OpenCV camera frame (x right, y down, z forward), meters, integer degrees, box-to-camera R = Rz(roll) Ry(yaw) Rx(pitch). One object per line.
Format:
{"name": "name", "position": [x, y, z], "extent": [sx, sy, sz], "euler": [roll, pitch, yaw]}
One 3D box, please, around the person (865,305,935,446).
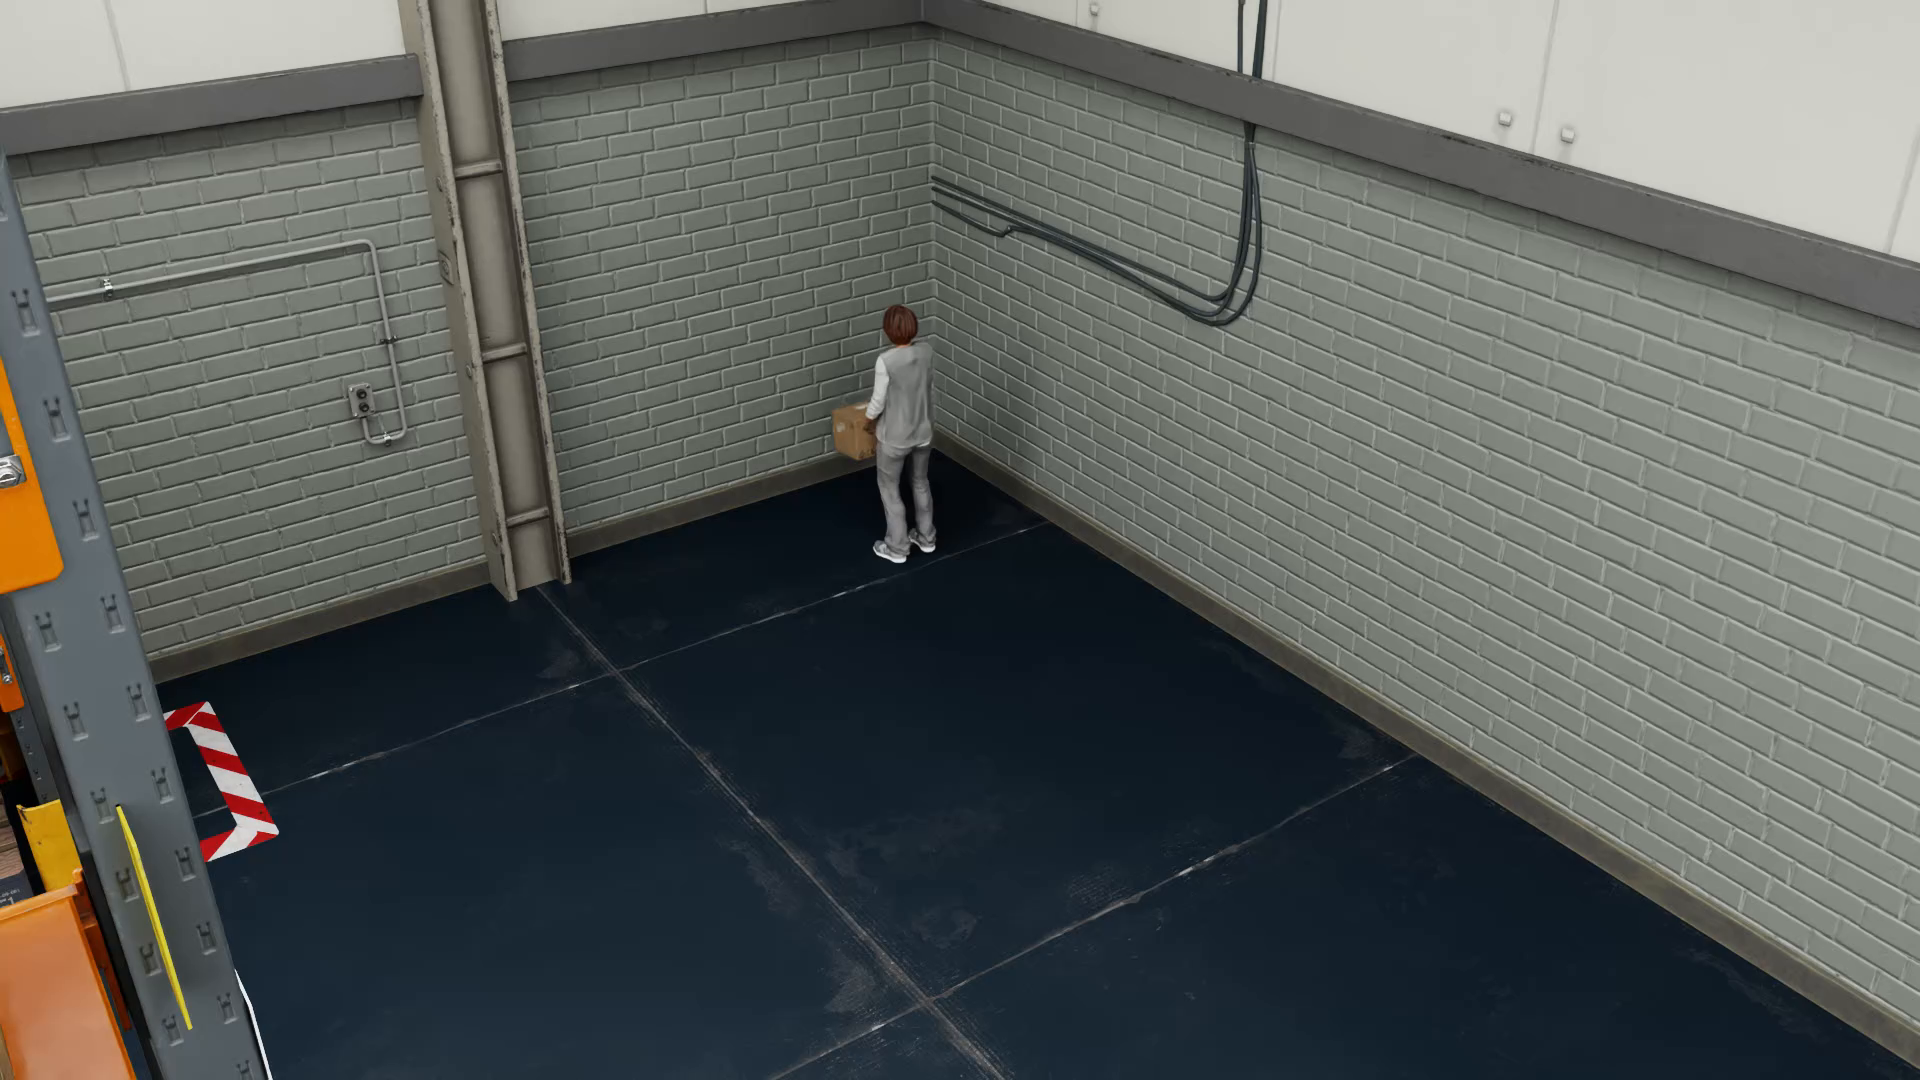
{"name": "person", "position": [-0.356, -0.956, 9.589], "extent": [0.444, 0.863, 0.383], "euler": [-20, 35, -31]}
